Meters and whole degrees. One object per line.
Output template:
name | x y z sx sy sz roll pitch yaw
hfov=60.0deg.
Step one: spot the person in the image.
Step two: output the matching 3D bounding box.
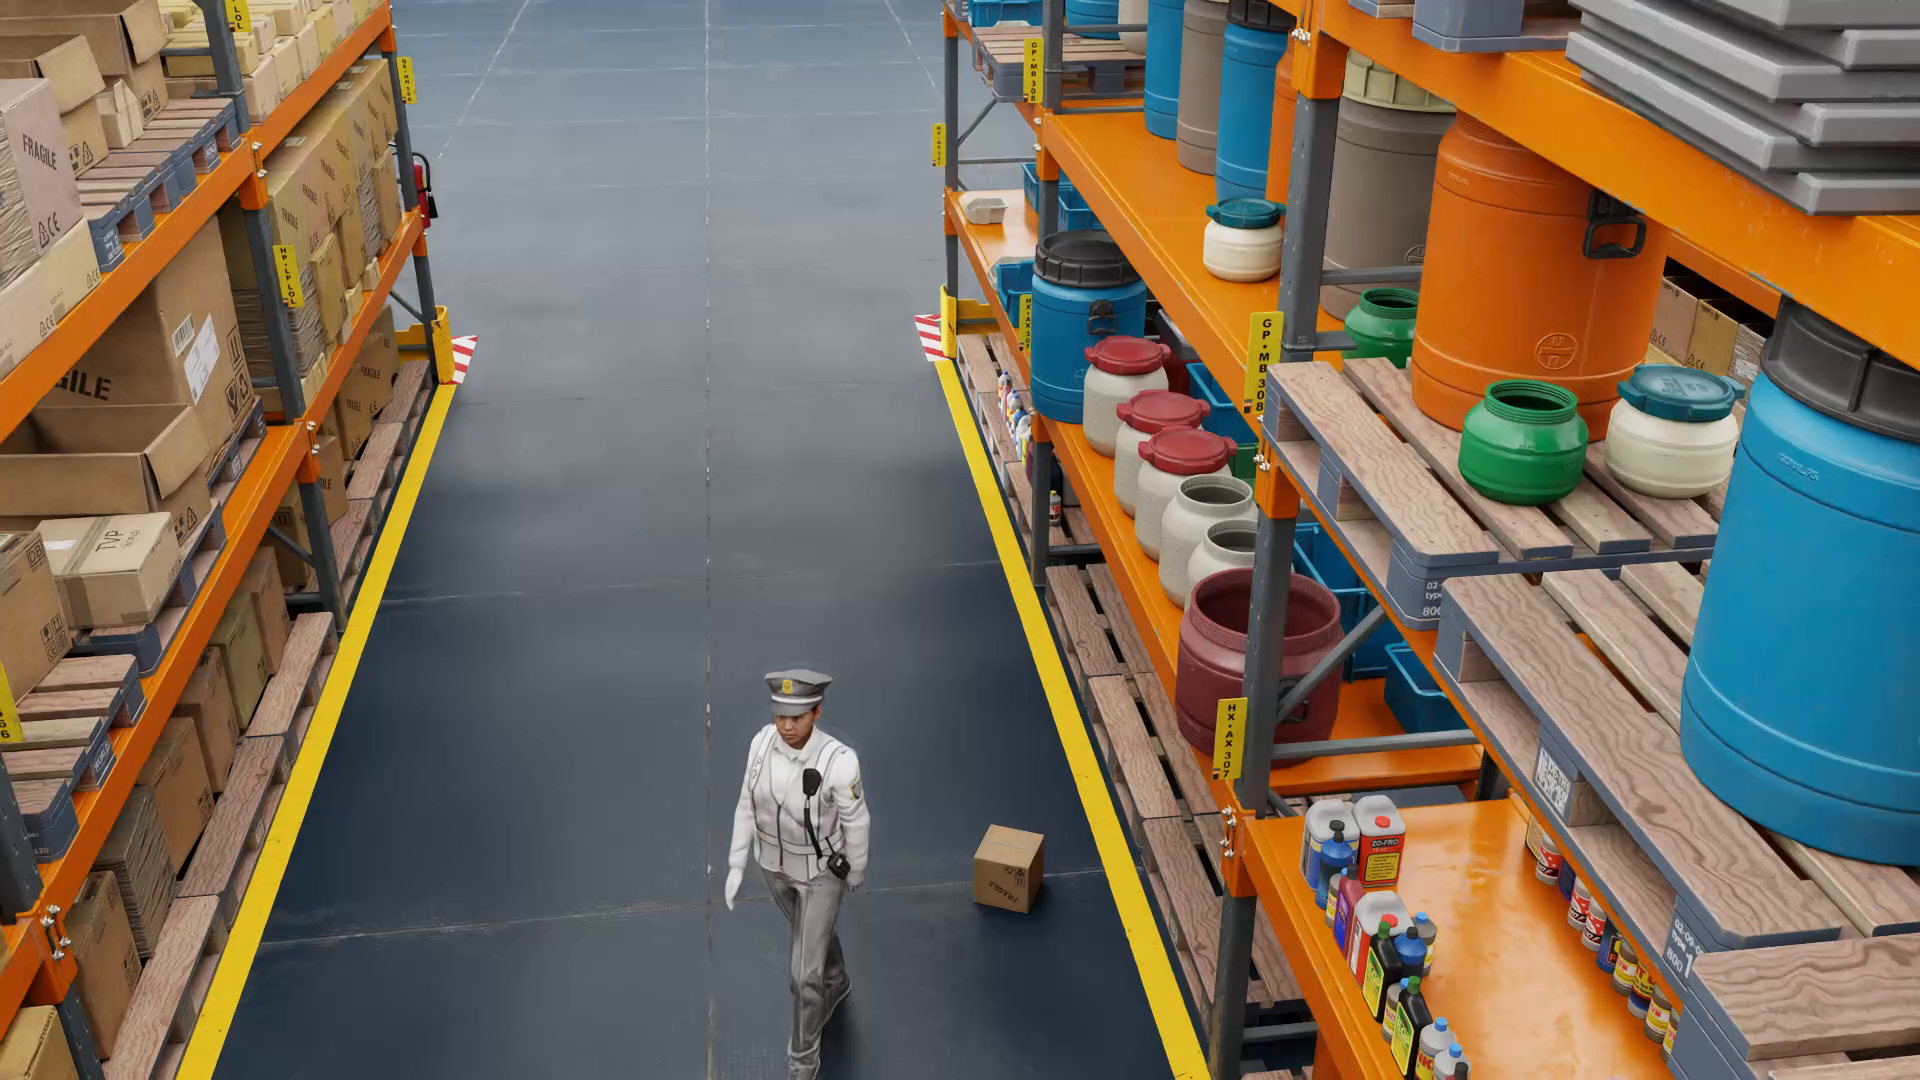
person | -0.627 1.258 6.174 0.486 1.735 0.694 14 31 26
